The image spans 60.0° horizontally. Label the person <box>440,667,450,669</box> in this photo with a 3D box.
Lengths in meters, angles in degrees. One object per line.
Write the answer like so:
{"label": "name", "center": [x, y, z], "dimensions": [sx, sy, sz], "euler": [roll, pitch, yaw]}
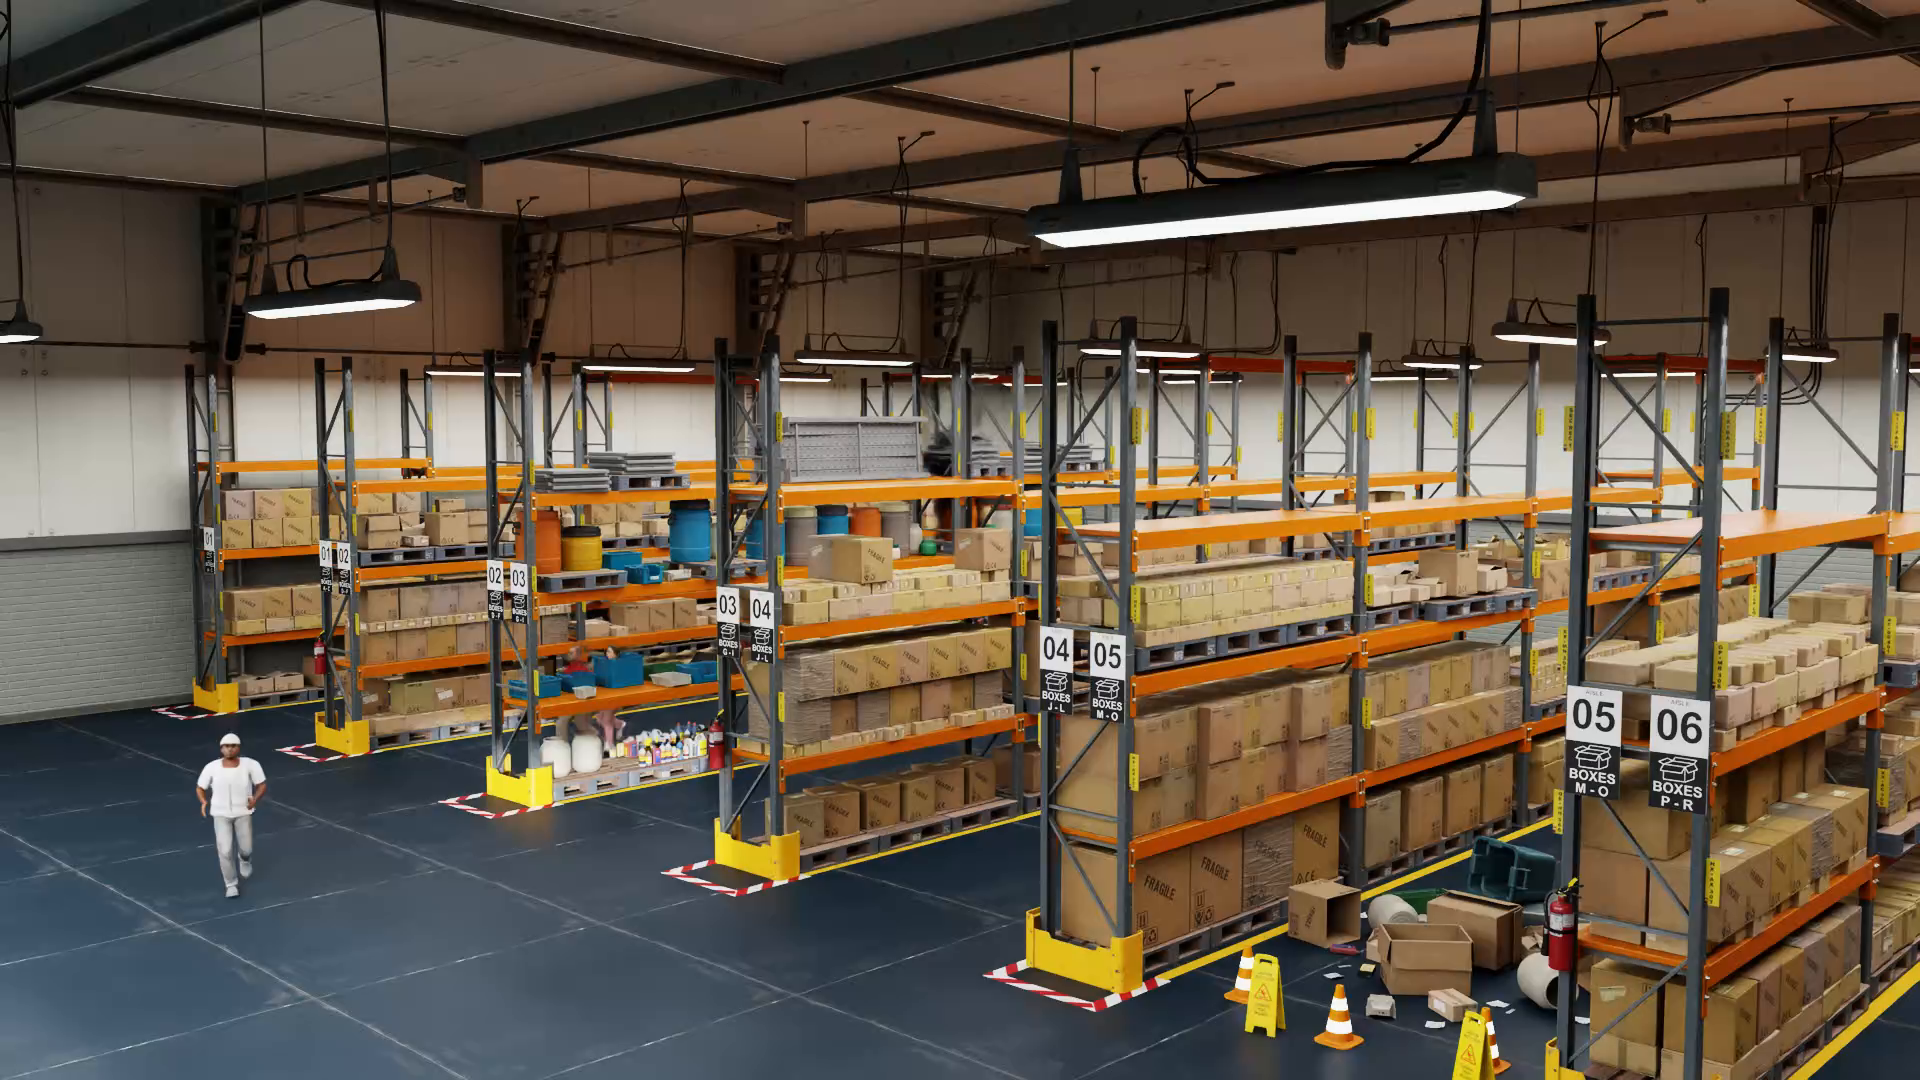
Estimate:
{"label": "person", "center": [-8.915, 2.098, 28.748], "dimensions": [0.669, 1.829, 0.726], "euler": [4, 6, 43]}

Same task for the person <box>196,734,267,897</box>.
{"label": "person", "center": [-7.835, 2.936, 17.894], "dimensions": [0.704, 1.720, 0.696], "euler": [-2, 5, -21]}

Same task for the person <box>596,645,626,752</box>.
{"label": "person", "center": [-5.304, 2.409, 25.447], "dimensions": [0.596, 1.615, 0.597], "euler": [3, 5, 31]}

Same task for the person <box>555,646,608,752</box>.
{"label": "person", "center": [-5.662, 2.413, 24.416], "dimensions": [0.658, 1.729, 0.955], "euler": [4, 6, 42]}
